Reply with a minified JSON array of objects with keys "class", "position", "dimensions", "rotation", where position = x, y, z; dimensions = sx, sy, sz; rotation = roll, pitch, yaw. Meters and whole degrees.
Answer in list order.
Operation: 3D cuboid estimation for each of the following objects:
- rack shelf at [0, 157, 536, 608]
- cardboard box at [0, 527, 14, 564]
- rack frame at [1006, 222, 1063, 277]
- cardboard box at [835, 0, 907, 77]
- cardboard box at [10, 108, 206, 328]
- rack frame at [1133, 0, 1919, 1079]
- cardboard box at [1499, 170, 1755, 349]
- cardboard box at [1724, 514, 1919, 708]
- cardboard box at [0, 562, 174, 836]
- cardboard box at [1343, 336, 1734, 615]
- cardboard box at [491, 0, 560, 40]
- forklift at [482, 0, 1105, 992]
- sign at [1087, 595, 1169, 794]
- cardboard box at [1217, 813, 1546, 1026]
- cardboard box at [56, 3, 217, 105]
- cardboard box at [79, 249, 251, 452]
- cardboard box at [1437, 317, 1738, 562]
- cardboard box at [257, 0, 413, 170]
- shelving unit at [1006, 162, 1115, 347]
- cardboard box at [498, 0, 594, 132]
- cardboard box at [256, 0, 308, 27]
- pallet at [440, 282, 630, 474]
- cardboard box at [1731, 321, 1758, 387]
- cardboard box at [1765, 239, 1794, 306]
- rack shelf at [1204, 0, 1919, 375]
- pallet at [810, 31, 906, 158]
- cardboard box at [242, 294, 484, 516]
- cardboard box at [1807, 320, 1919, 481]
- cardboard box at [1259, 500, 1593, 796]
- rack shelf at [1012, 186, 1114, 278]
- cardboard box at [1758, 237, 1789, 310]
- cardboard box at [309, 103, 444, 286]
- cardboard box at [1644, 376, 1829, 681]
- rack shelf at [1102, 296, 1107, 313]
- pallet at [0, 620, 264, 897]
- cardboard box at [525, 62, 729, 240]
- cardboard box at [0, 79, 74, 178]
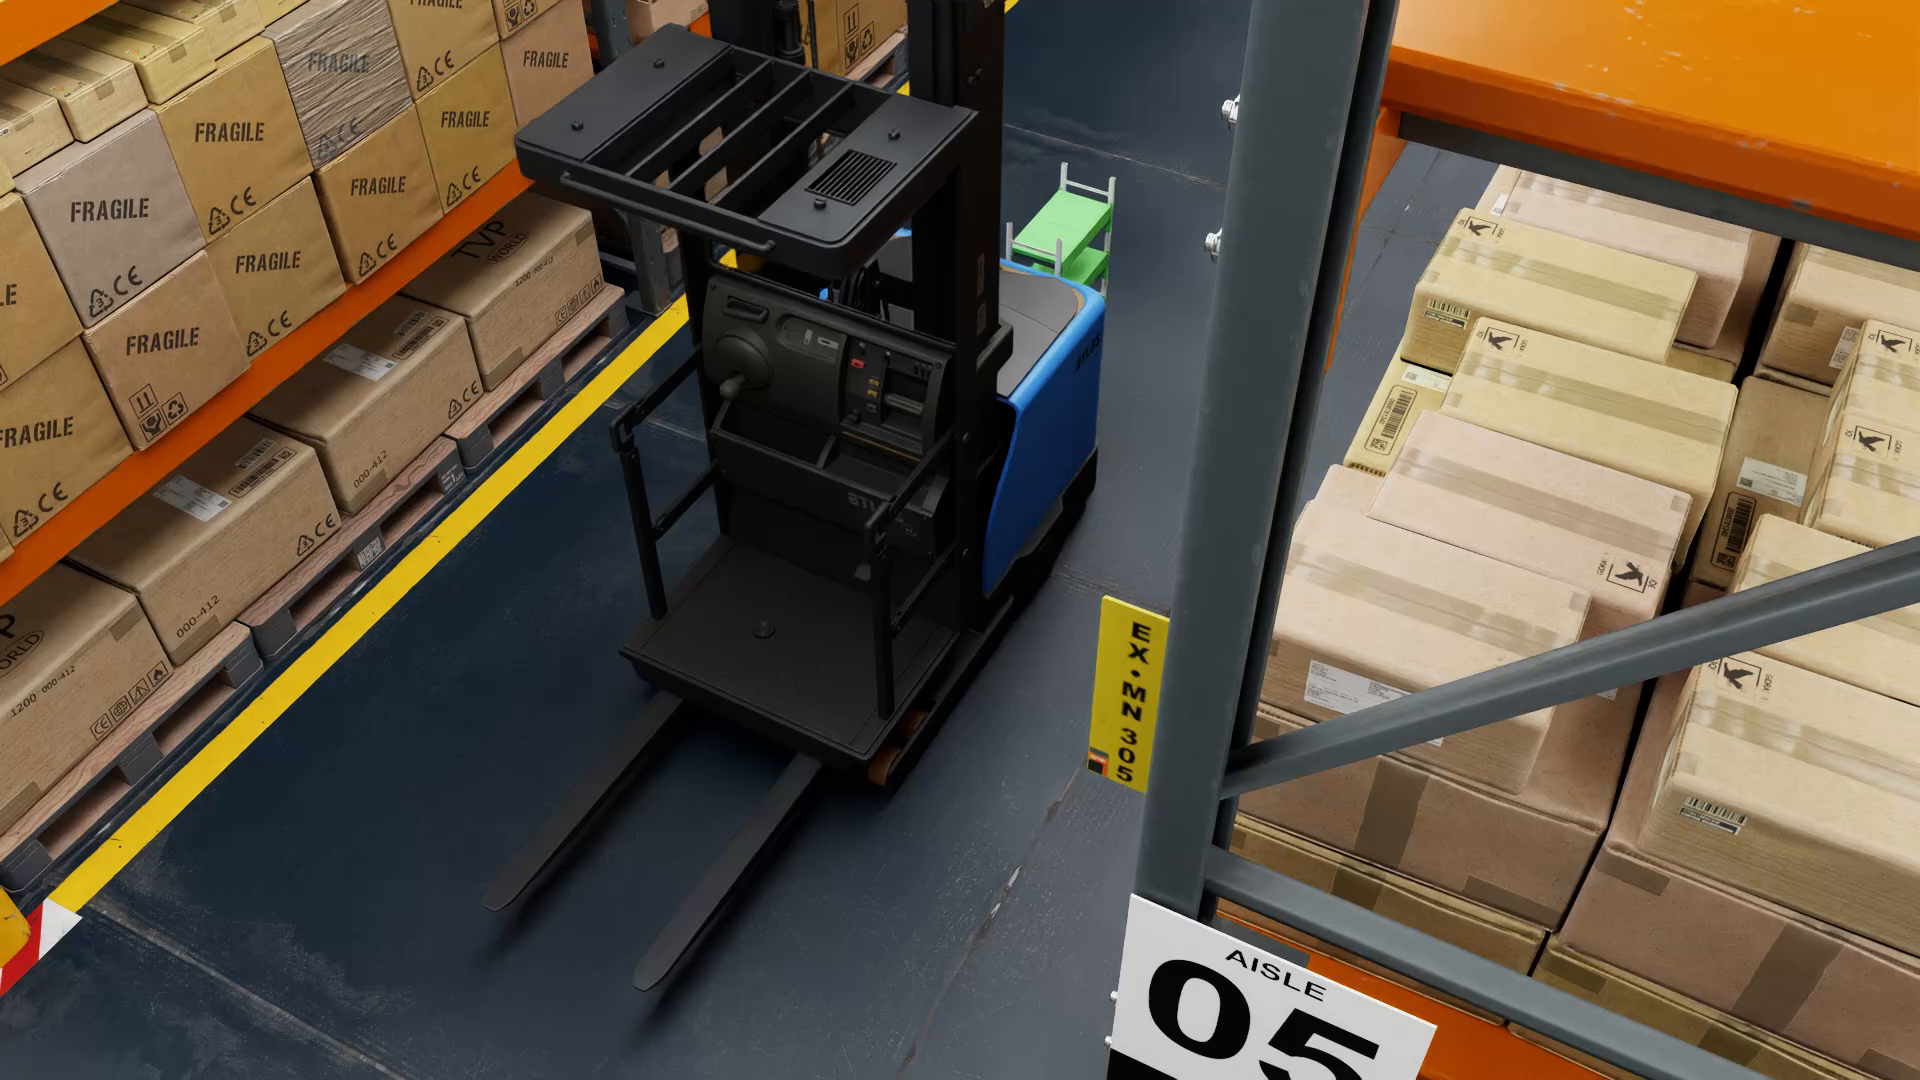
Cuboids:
[{"class":"rack shelf","position":[-2.813,-0.822,6.239],"dimensions":[1.077,0.370,4.000],"rotation":[20,49,19]},{"class":"cardboard box","position":[-3.264,-0.057,4.907],"dimensions":[0.500,0.500,0.500],"rotation":[20,49,19]},{"class":"rack frame","position":[0.293,-0.794,6.971],"dimensions":[0.240,1.200,0.015],"rotation":[21,49,20]},{"class":"cardboard box","position":[-0.840,-3.287,9.368],"dimensions":[0.875,0.875,0.875],"rotation":[21,49,20]},{"class":"cardboard box","position":[-2.801,-1.064,5.200],"dimensions":[0.500,0.500,0.500],"rotation":[20,49,19]},{"class":"rack frame","position":[0.690,-0.353,1.052],"dimensions":[1.000,3.000,0.127],"rotation":[20,49,19]},{"class":"cardboard box","position":[1.101,-0.495,2.775],"dimensions":[0.380,0.149,0.250],"rotation":[19,48,18]},{"class":"cardboard box","position":[1.176,0.155,2.132],"dimensions":[0.380,0.149,0.250],"rotation":[22,49,21]},{"class":"cardboard box","position":[-3.524,0.490,5.943],"dimensions":[0.875,0.438,0.875],"rotation":[19,48,18]},{"class":"cardboard box","position":[0.915,-0.118,2.683],"dimensions":[0.500,0.250,0.500],"rotation":[19,48,18]},{"class":"cardboard box","position":[-1.859,-2.333,6.453],"dimensions":[0.500,0.500,0.500],"rotation":[20,49,19]},{"class":"forklift","position":[-0.567,-0.492,5.456],"dimensions":[1.130,2.935,3.031],"rotation":[21,49,20]},{"class":"sign","position":[0.208,0.194,1.997],"dimensions":[0.100,0.325,0.005],"rotation":[20,49,19]},{"class":"cardboard box","position":[0.667,0.380,2.541],"dimensions":[0.500,0.250,0.500],"rotation":[19,48,18]},{"class":"cardboard box","position":[-2.574,-1.525,5.198],"dimensions":[0.380,0.149,0.250],"rotation":[19,48,18]},{"class":"cardboard box","position":[-2.802,-0.700,5.542],"dimensions":[0.500,0.500,0.500],"rotation":[20,49,19]},{"class":"cardboard box","position":[0.904,-0.153,2.437],"dimensions":[0.380,0.149,0.250],"rotation":[19,48,18]},{"class":"cardboard box","position":[-2.330,-1.692,5.820],"dimensions":[0.500,0.500,0.500],"rotation":[21,49,20]},{"class":"shelving unit","position":[0.411,-0.946,7.121],"dimensions":[0.258,1.200,0.503],"rotation":[21,49,20]},{"class":"cardboard box","position":[-1.873,-1.993,6.821],"dimensions":[0.500,0.500,0.500],"rotation":[21,49,19]},{"class":"cardboard box","position":[-2.395,-1.866,5.535],"dimensions":[0.380,0.149,0.250],"rotation":[19,48,18]},{"class":"pallet","position":[-2.307,-0.901,7.772],"dimensions":[1.003,0.211,1.213],"rotation":[20,49,19]},{"class":"cardboard box","position":[1.601,-0.103,3.019],"dimensions":[0.500,0.250,0.500],"rotation":[19,48,18]},{"class":"cardboard box","position":[1.844,-0.575,3.134],"dimensions":[0.500,0.250,0.500],"rotation":[19,48,18]},{"class":"rack shelf","position":[1.618,-1.359,2.554],"dimensions":[1.077,0.370,4.000],"rotation":[20,49,19]},{"class":"pallet","position":[-1.028,-2.637,9.488],"dimensions":[1.003,0.211,1.213],"rotation":[20,49,19]},{"class":"cardboard box","position":[-2.686,-0.657,7.077],"dimensions":[0.875,0.438,0.875],"rotation":[19,48,18]},{"class":"cardboard box","position":[1.480,-0.145,2.429],"dimensions":[0.380,0.149,0.250],"rotation":[21,49,20]},{"class":"cardboard box","position":[0.584,0.132,2.155],"dimensions":[0.380,0.149,0.250],"rotation":[20,49,19]},{"class":"rack shelf","position":[0.411,-1.239,6.825],"dimensions":[0.258,0.148,0.480],"rotation":[21,49,20]},{"class":"cardboard box","position":[1.399,-0.754,3.311],"dimensions":[0.500,0.250,0.500],"rotation":[18,48,17]},{"class":"cardboard box","position":[-2.328,-1.346,6.181],"dimensions":[0.500,0.500,0.500],"rotation":[20,49,18]},{"class":"cardboard box","position":[1.365,0.059,2.508],"dimensions":[0.500,0.250,0.500],"rotation":[20,49,19]},{"class":"rack shelf","position":[0.411,-0.901,7.167],"dimensions":[0.258,0.148,0.480],"rotation":[21,49,20]},{"class":"pallet","position":[-3.440,0.636,6.253],"dimensions":[1.003,0.211,1.213],"rotation":[20,49,19]},{"class":"cardboard box","position":[-1.668,-2.152,8.247],"dimensions":[0.875,0.875,0.875],"rotation":[22,49,20]},{"class":"cardboard box","position":[-2.869,-1.231,4.908],"dimensions":[0.380,0.149,0.250],"rotation":[21,49,19]}]
